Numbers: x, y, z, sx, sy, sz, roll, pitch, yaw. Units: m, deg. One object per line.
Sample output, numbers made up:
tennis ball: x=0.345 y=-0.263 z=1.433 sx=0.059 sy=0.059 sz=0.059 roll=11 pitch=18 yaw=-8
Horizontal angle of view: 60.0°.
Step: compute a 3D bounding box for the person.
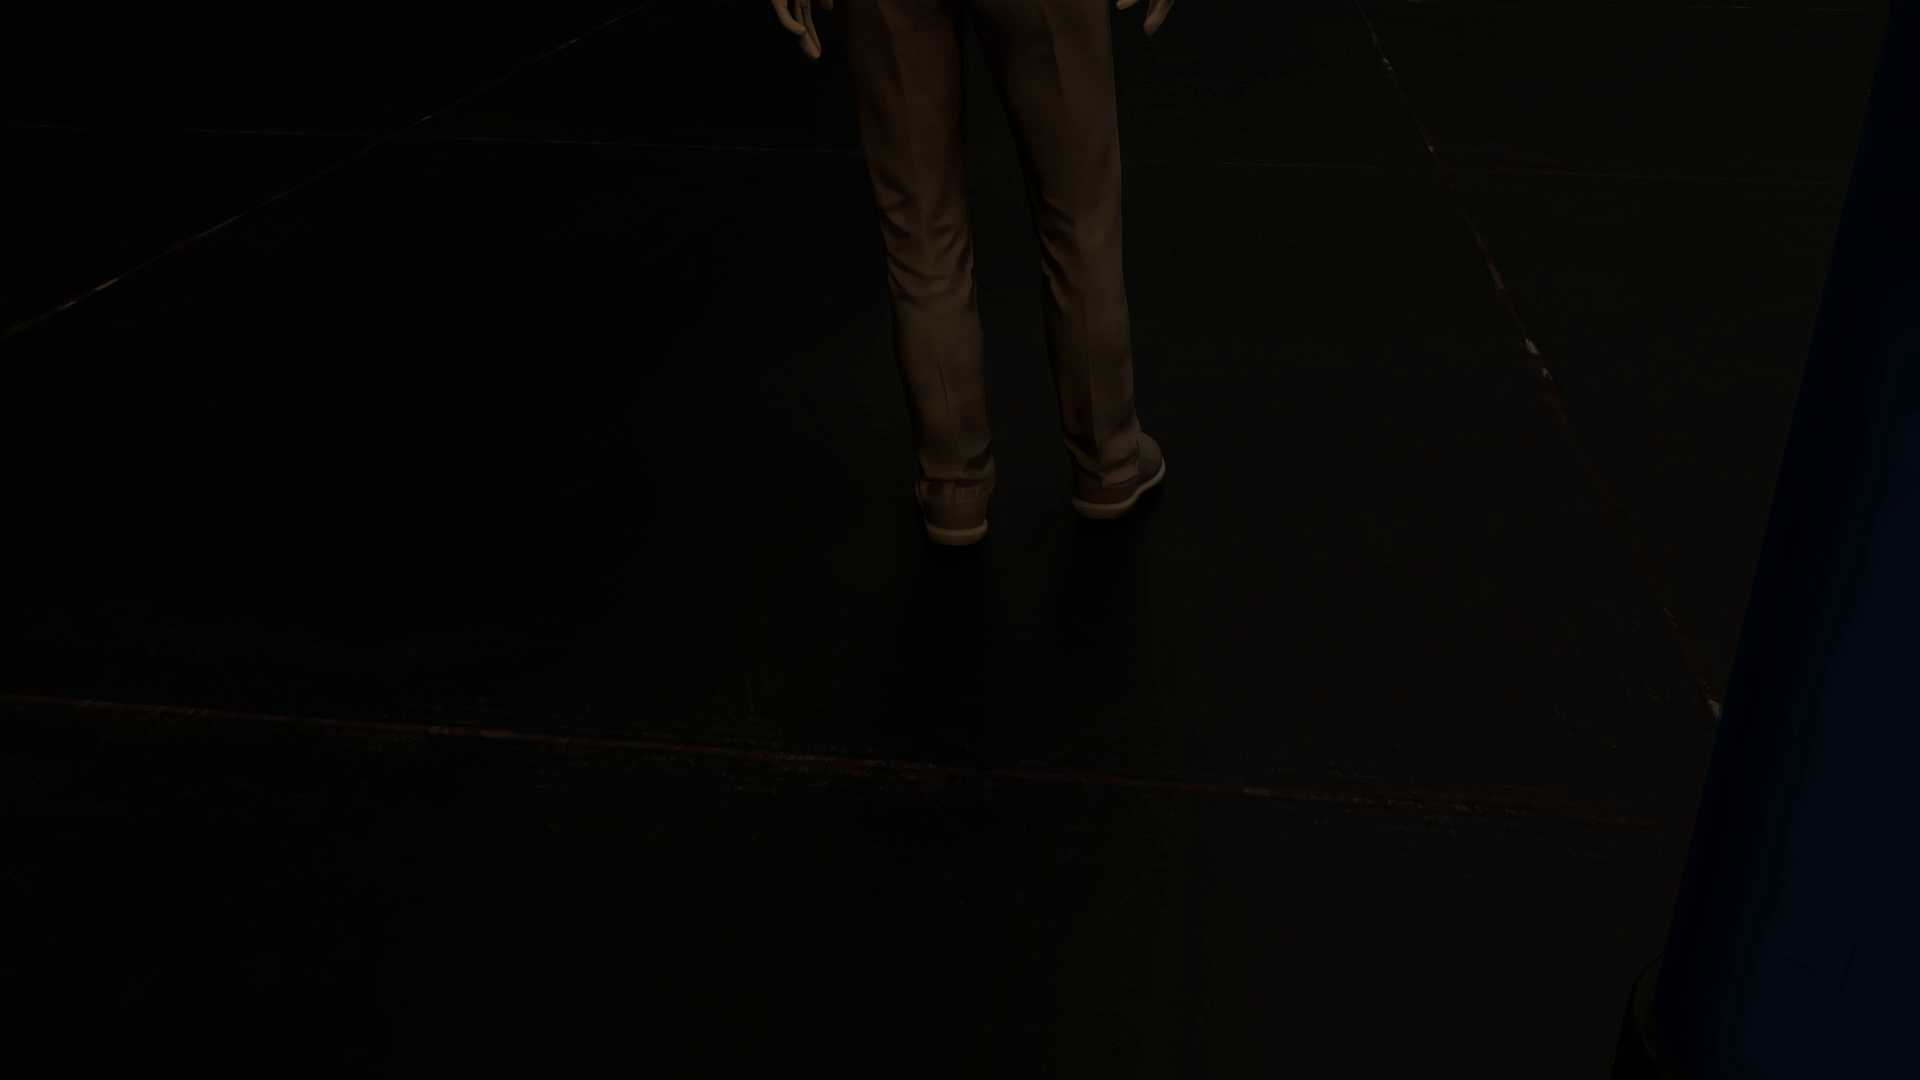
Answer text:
person: x=0.016 y=-0.794 z=2.178 sx=0.586 sy=1.694 sz=0.531 roll=3 pitch=27 yaw=7
